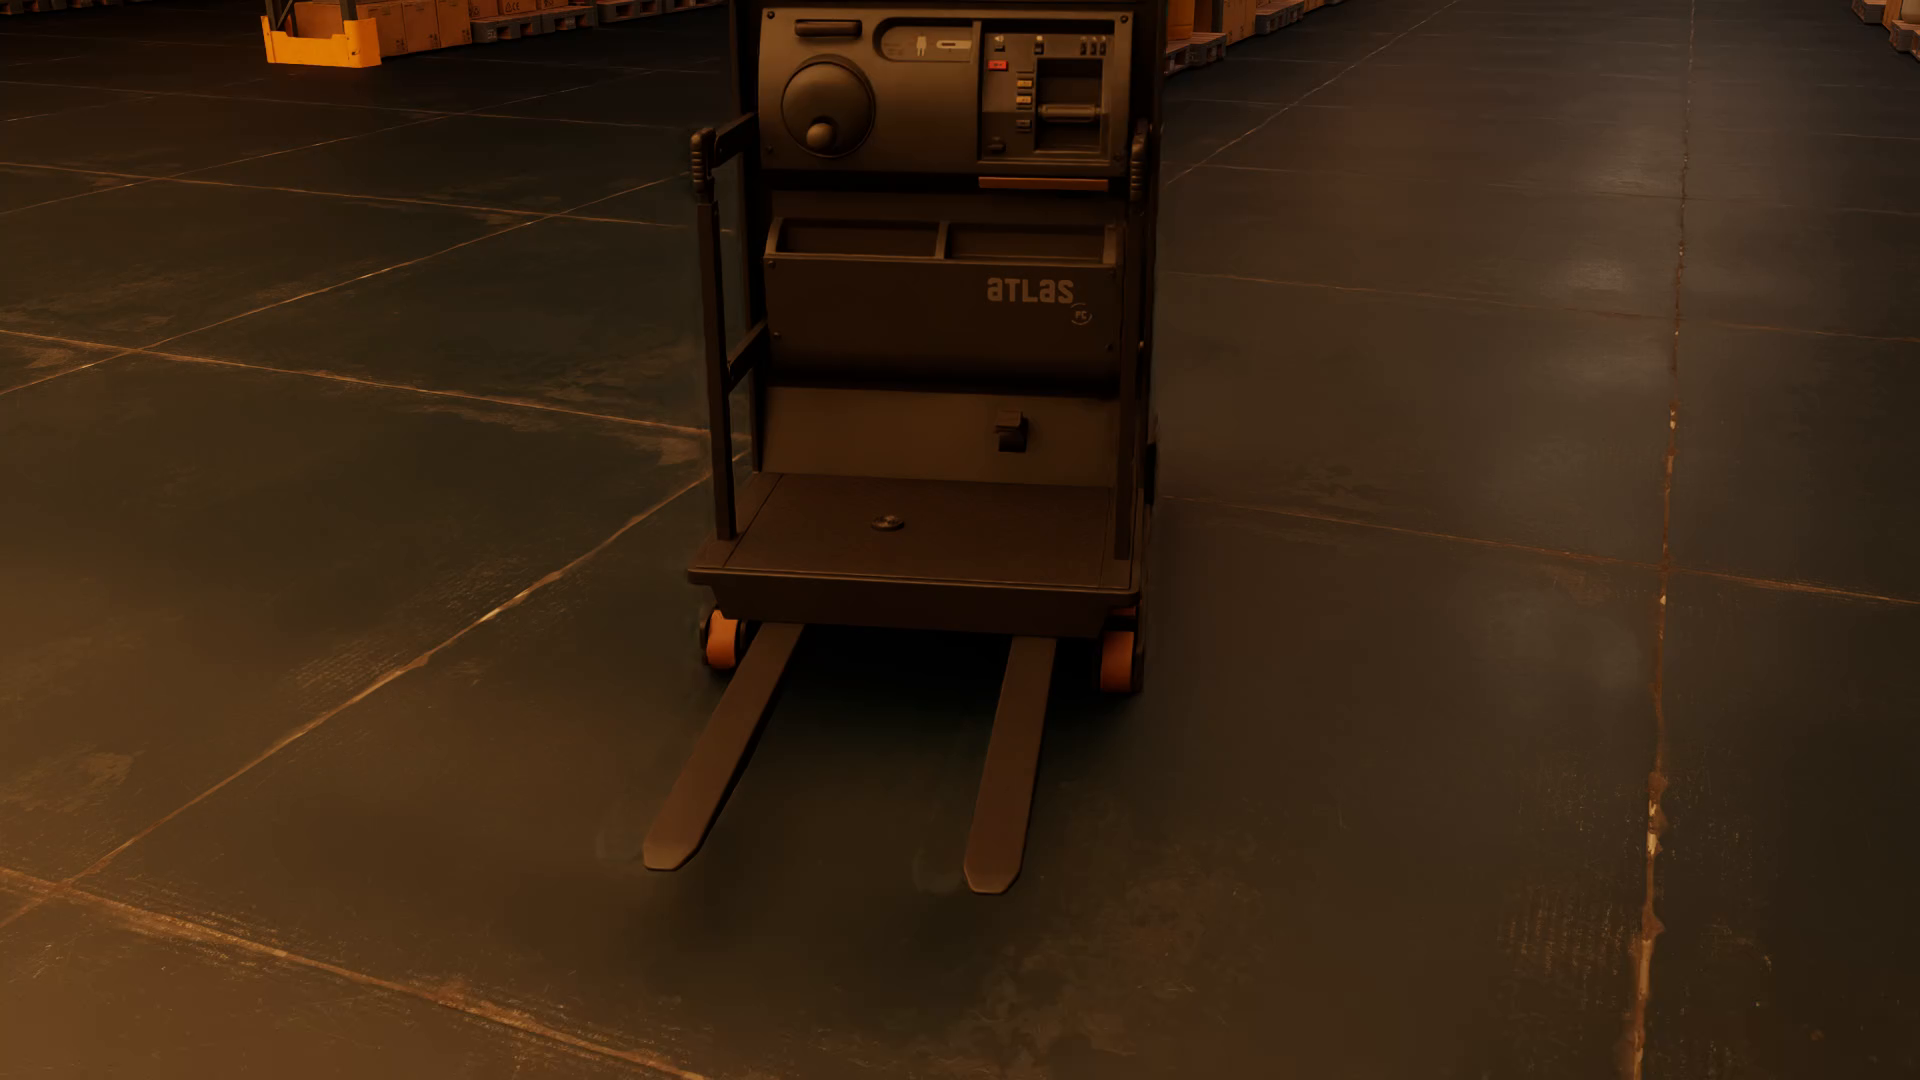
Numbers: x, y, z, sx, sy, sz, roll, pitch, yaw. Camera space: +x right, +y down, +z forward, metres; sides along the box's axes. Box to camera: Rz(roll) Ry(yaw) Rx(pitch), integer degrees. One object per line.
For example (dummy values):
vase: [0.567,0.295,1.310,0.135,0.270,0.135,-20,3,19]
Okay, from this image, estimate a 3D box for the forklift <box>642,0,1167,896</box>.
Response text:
forklift: [-0.064,-1.106,3.937,1.130,2.935,3.031,3,23,7]
